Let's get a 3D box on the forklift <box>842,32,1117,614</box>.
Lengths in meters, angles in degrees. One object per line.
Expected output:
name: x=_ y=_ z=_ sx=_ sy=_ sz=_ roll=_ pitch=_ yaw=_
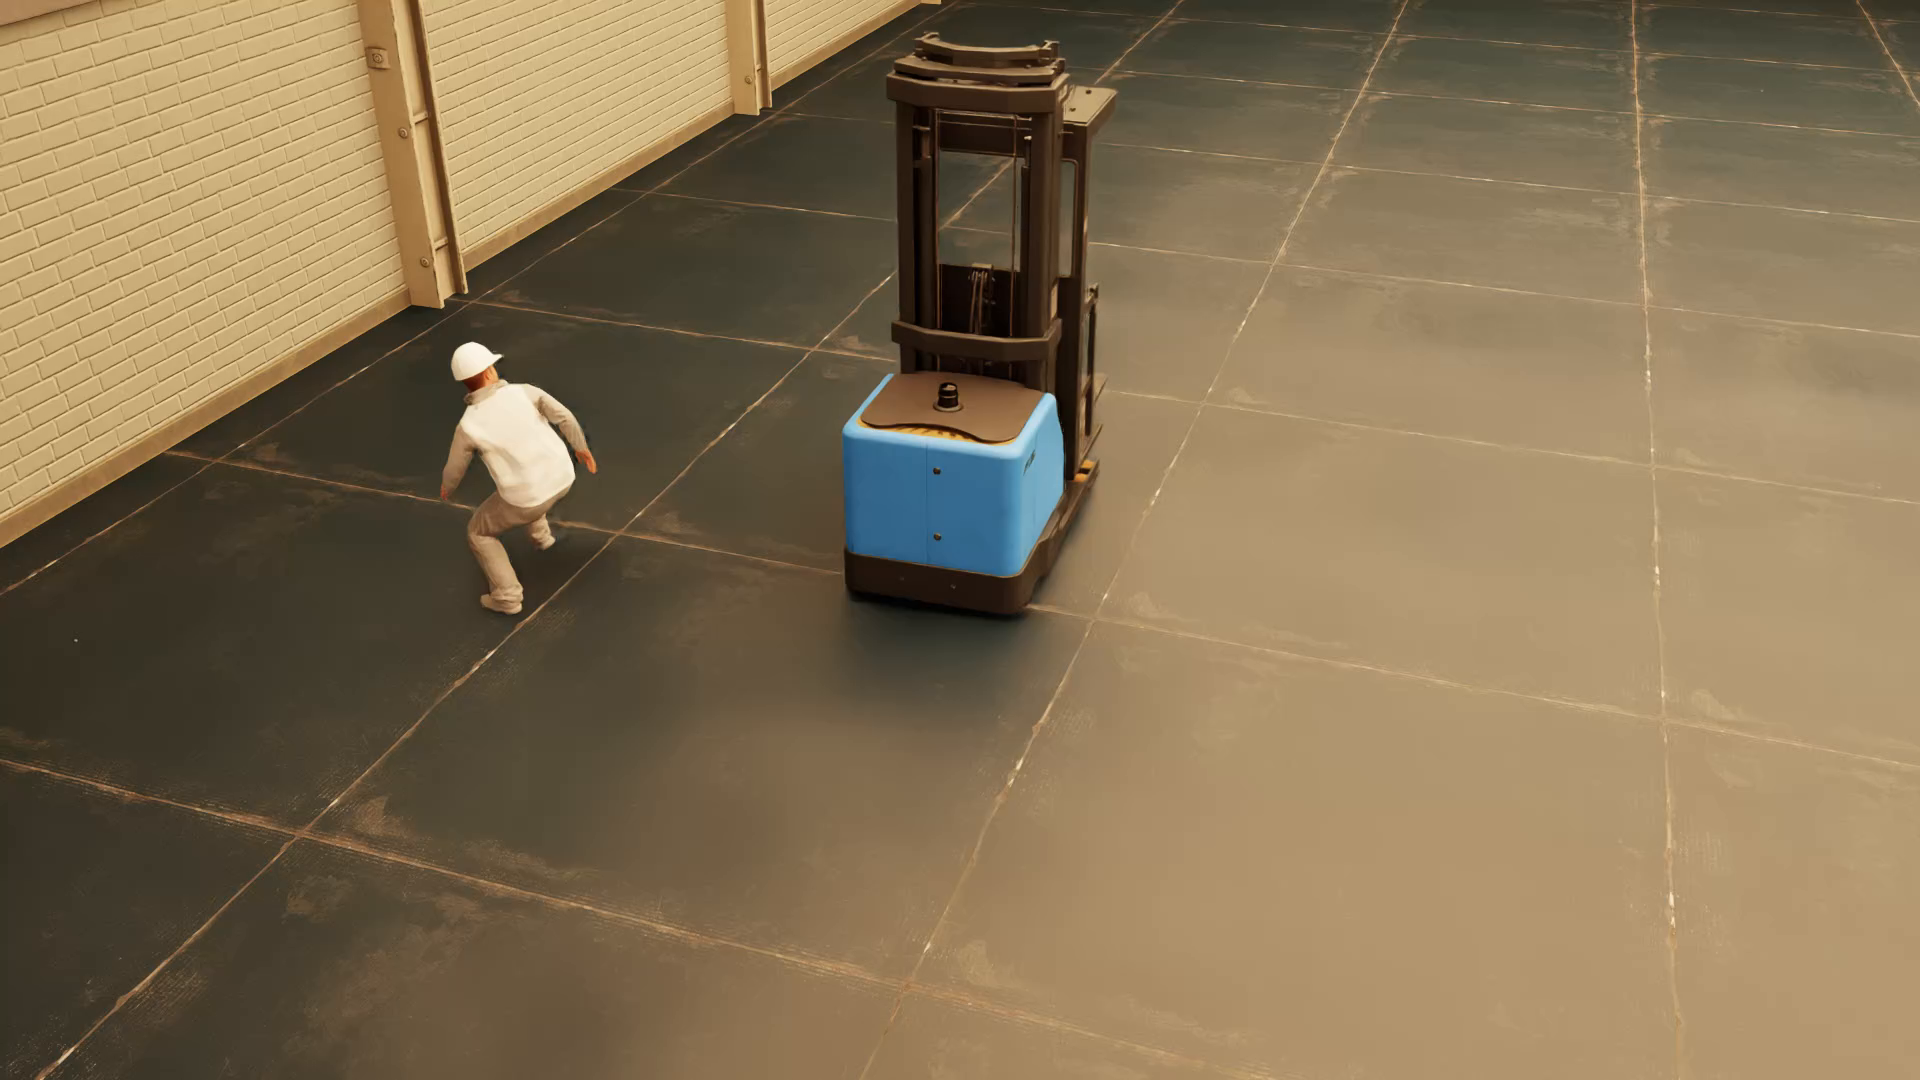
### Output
forklift: x=0.264 y=-1.578 z=9.905 sx=1.130 sy=2.935 sz=3.031 roll=9 pitch=31 yaw=15

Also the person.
person: x=-2.502 y=-0.399 z=9.286 sx=0.688 sy=1.547 sz=0.772 roll=23 pitch=37 yaw=35
